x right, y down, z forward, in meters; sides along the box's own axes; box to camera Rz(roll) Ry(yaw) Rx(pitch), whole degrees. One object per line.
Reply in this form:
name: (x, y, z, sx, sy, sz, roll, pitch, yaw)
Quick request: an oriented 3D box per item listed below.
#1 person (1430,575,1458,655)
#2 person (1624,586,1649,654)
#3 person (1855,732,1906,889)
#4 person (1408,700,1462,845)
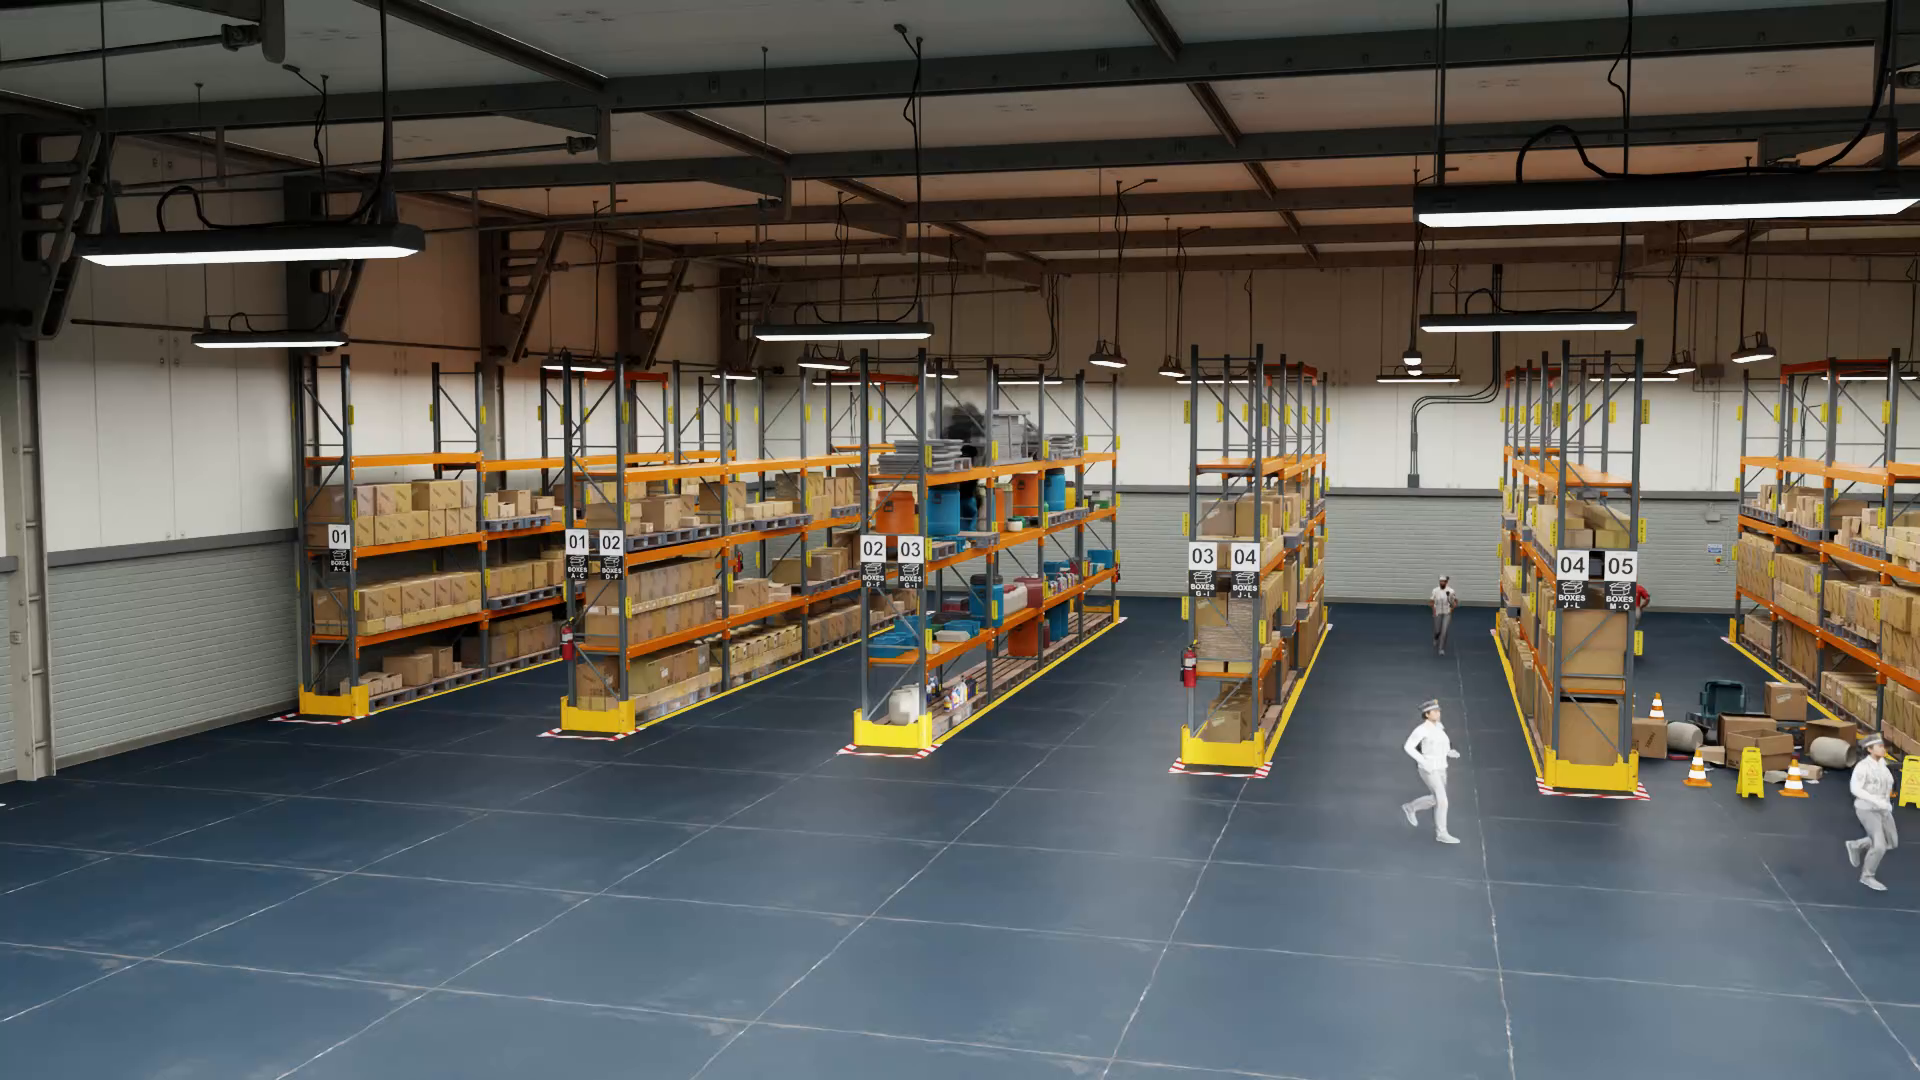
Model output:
person: (10.176, 1.559, 35.009, 0.547, 1.677, 0.607, 2, 5, 21)
person: (14.005, 1.561, 34.704, 0.671, 1.702, 0.612, 0, 4, 5)
person: (9.745, 2.859, 17.593, 0.646, 1.667, 0.548, -3, 5, -32)
person: (5.567, 2.704, 19.575, 0.624, 1.658, 0.749, -4, 6, -41)
